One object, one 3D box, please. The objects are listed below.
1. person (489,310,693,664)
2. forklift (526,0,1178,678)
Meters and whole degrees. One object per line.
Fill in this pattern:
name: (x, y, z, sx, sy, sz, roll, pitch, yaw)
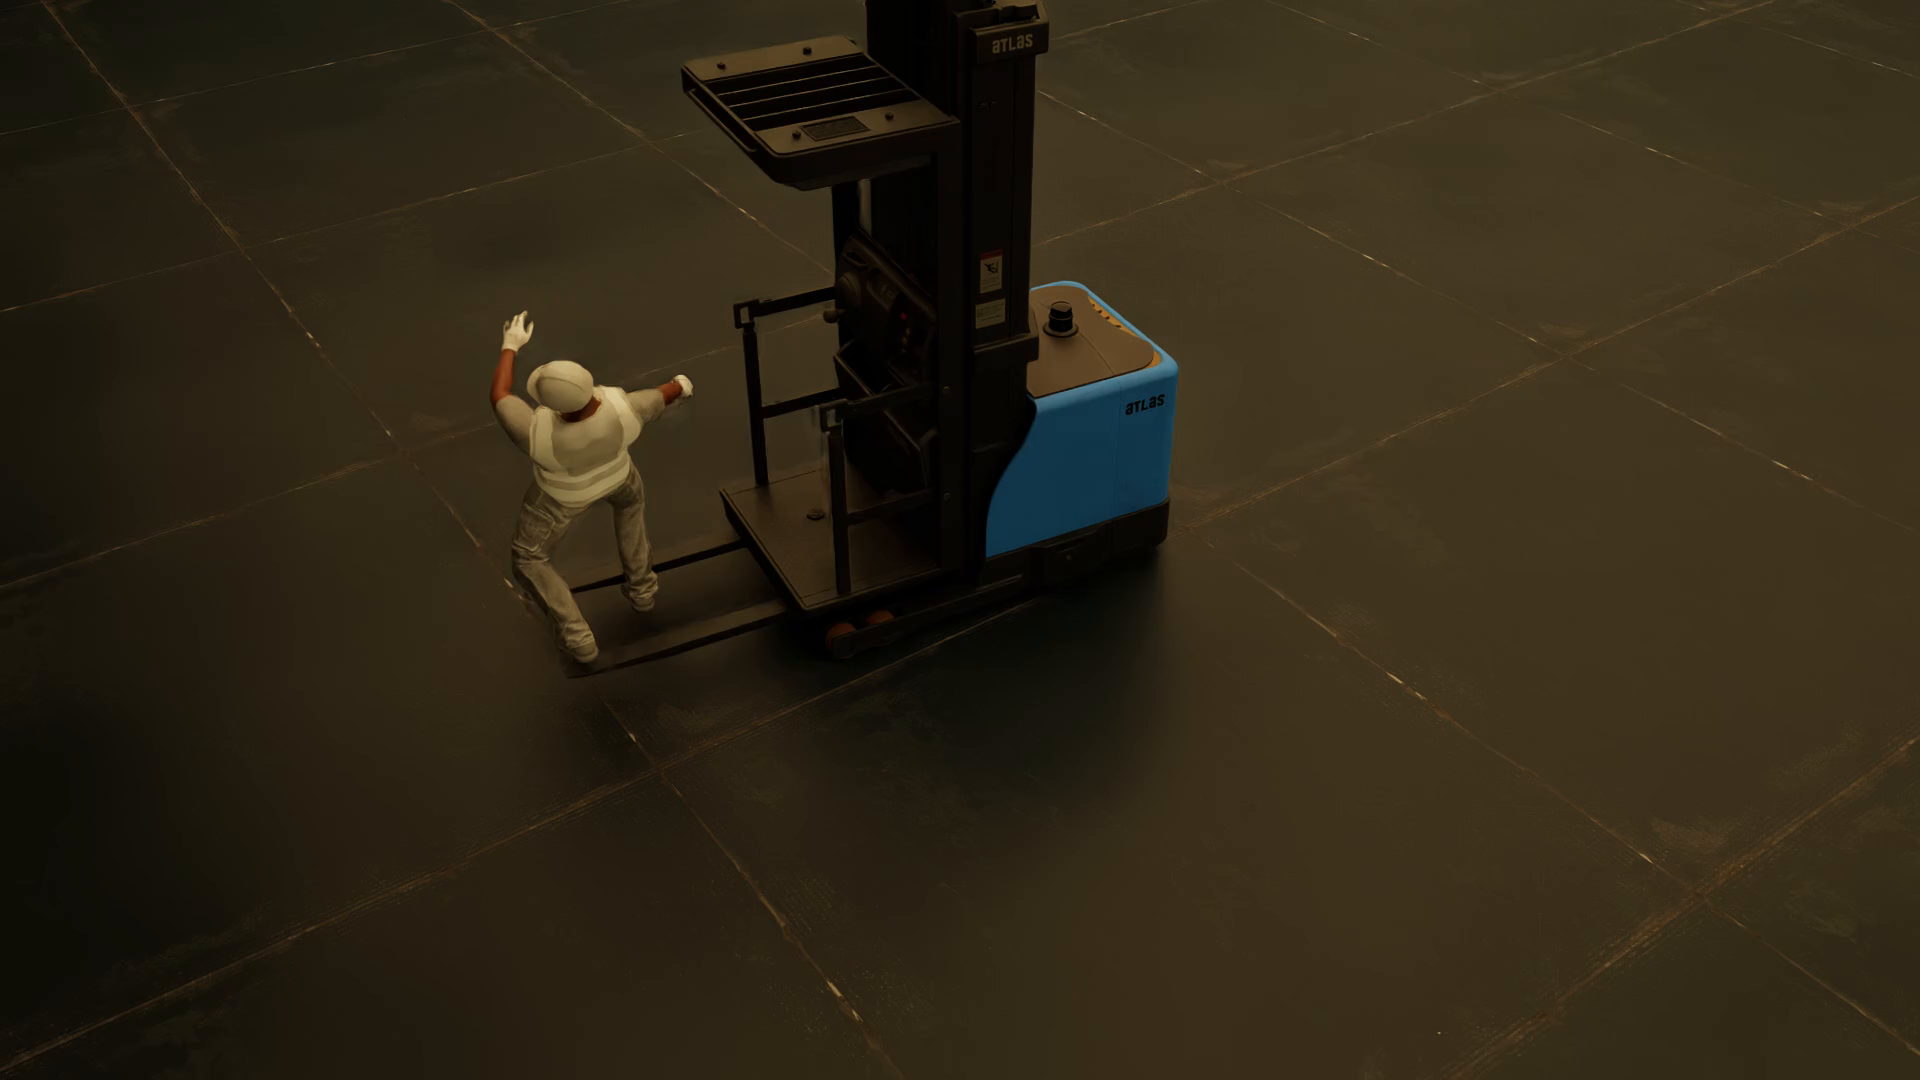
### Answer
person: (-1.573, -0.312, 7.382, 1.035, 1.557, 0.779, -30, 46, -34)
forklift: (-0.516, -0.990, 7.284, 3.031, 2.935, 1.130, -17, 40, -22)
